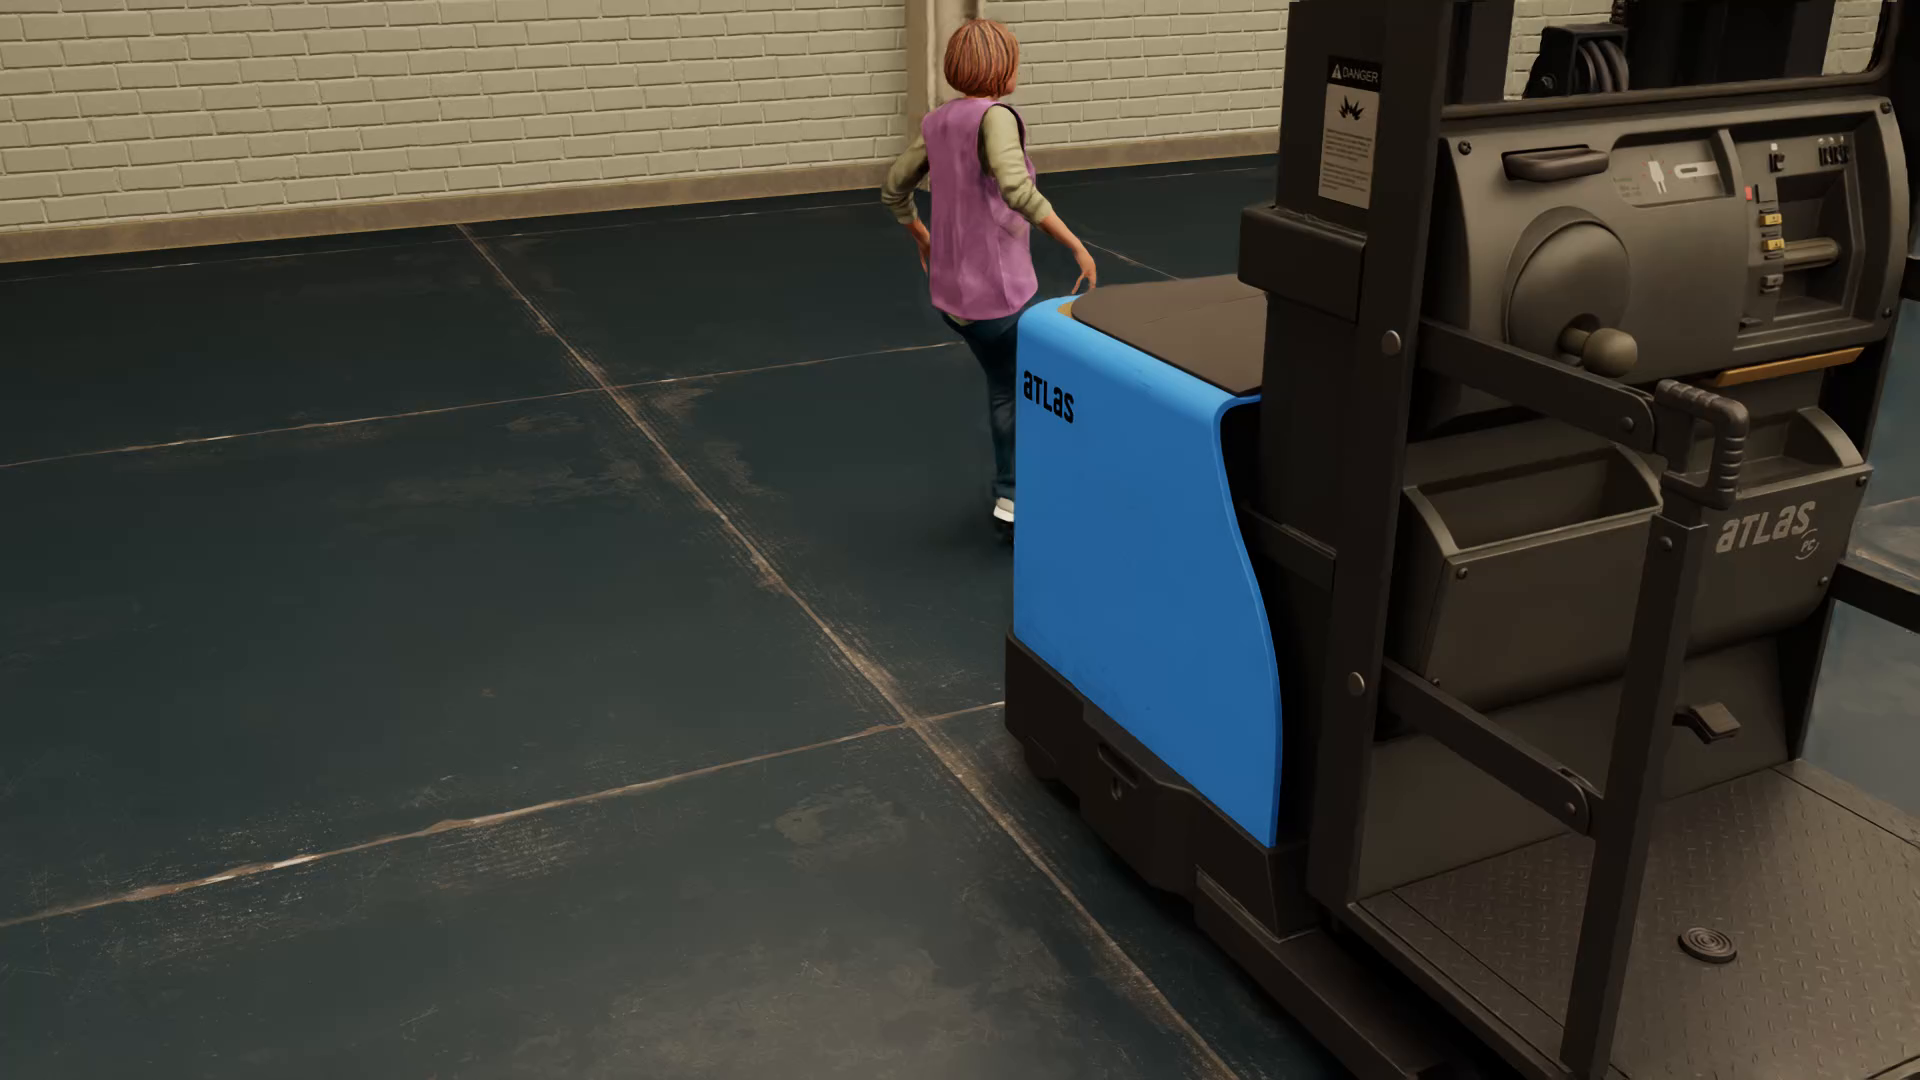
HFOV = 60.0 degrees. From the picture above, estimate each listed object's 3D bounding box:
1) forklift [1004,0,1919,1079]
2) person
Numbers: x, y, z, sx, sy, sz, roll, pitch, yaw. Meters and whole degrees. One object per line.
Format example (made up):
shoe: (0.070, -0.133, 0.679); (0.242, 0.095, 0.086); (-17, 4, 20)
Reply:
forklift: (1.209, -0.445, 2.358); (1.130, 2.935, 3.031); (-11, 25, -24)
person: (0.169, -0.738, 4.922); (0.589, 1.548, 0.767); (-13, 26, -28)
